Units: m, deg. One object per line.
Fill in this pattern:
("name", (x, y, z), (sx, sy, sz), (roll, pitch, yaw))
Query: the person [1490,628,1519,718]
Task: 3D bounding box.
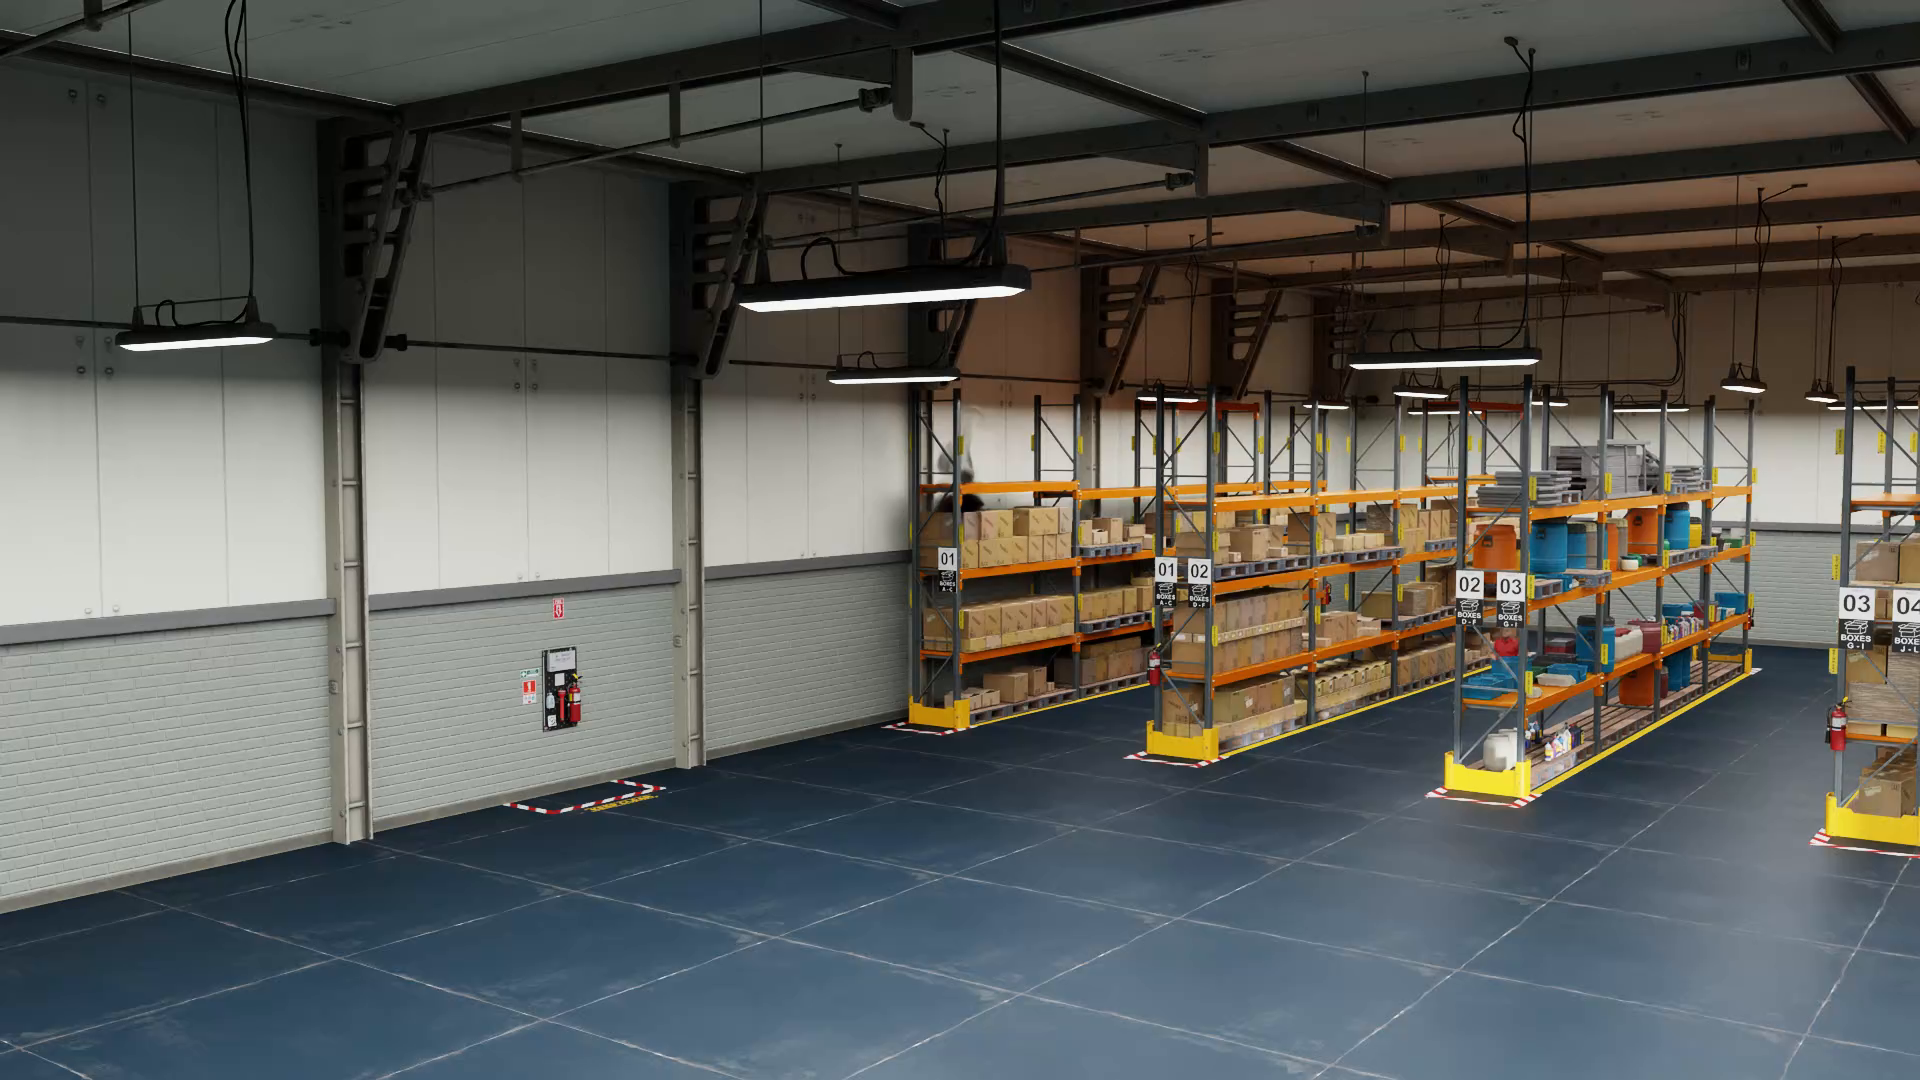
("person", (10.089, 2.424, 30.689), (0.665, 1.688, 0.603), (3, 4, 38))
